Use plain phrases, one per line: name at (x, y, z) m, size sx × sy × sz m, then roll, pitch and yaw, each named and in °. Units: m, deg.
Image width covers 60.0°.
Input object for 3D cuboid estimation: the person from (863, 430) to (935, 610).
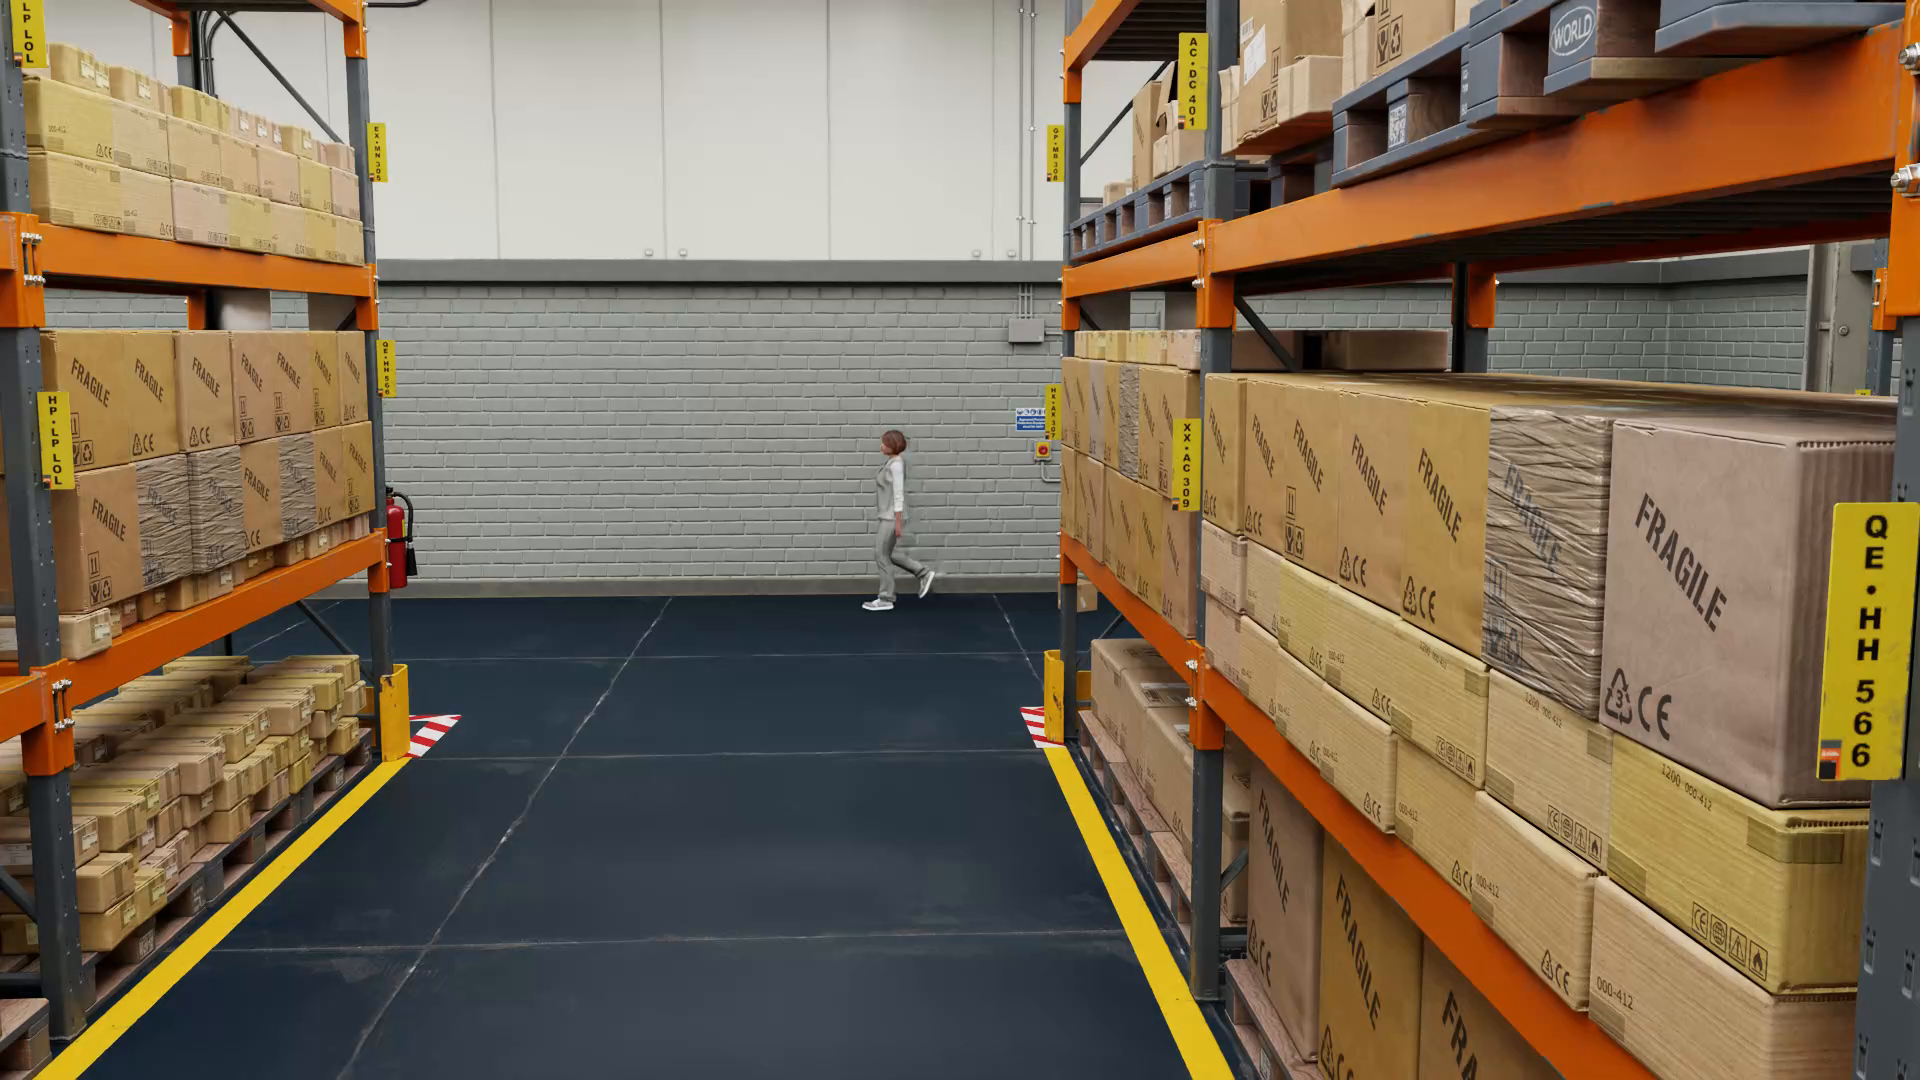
person at (-0.538, -0.178, 14.575) m, size 0.640 × 1.582 × 0.424 m, roll 0°, pitch 7°, yaw -2°
